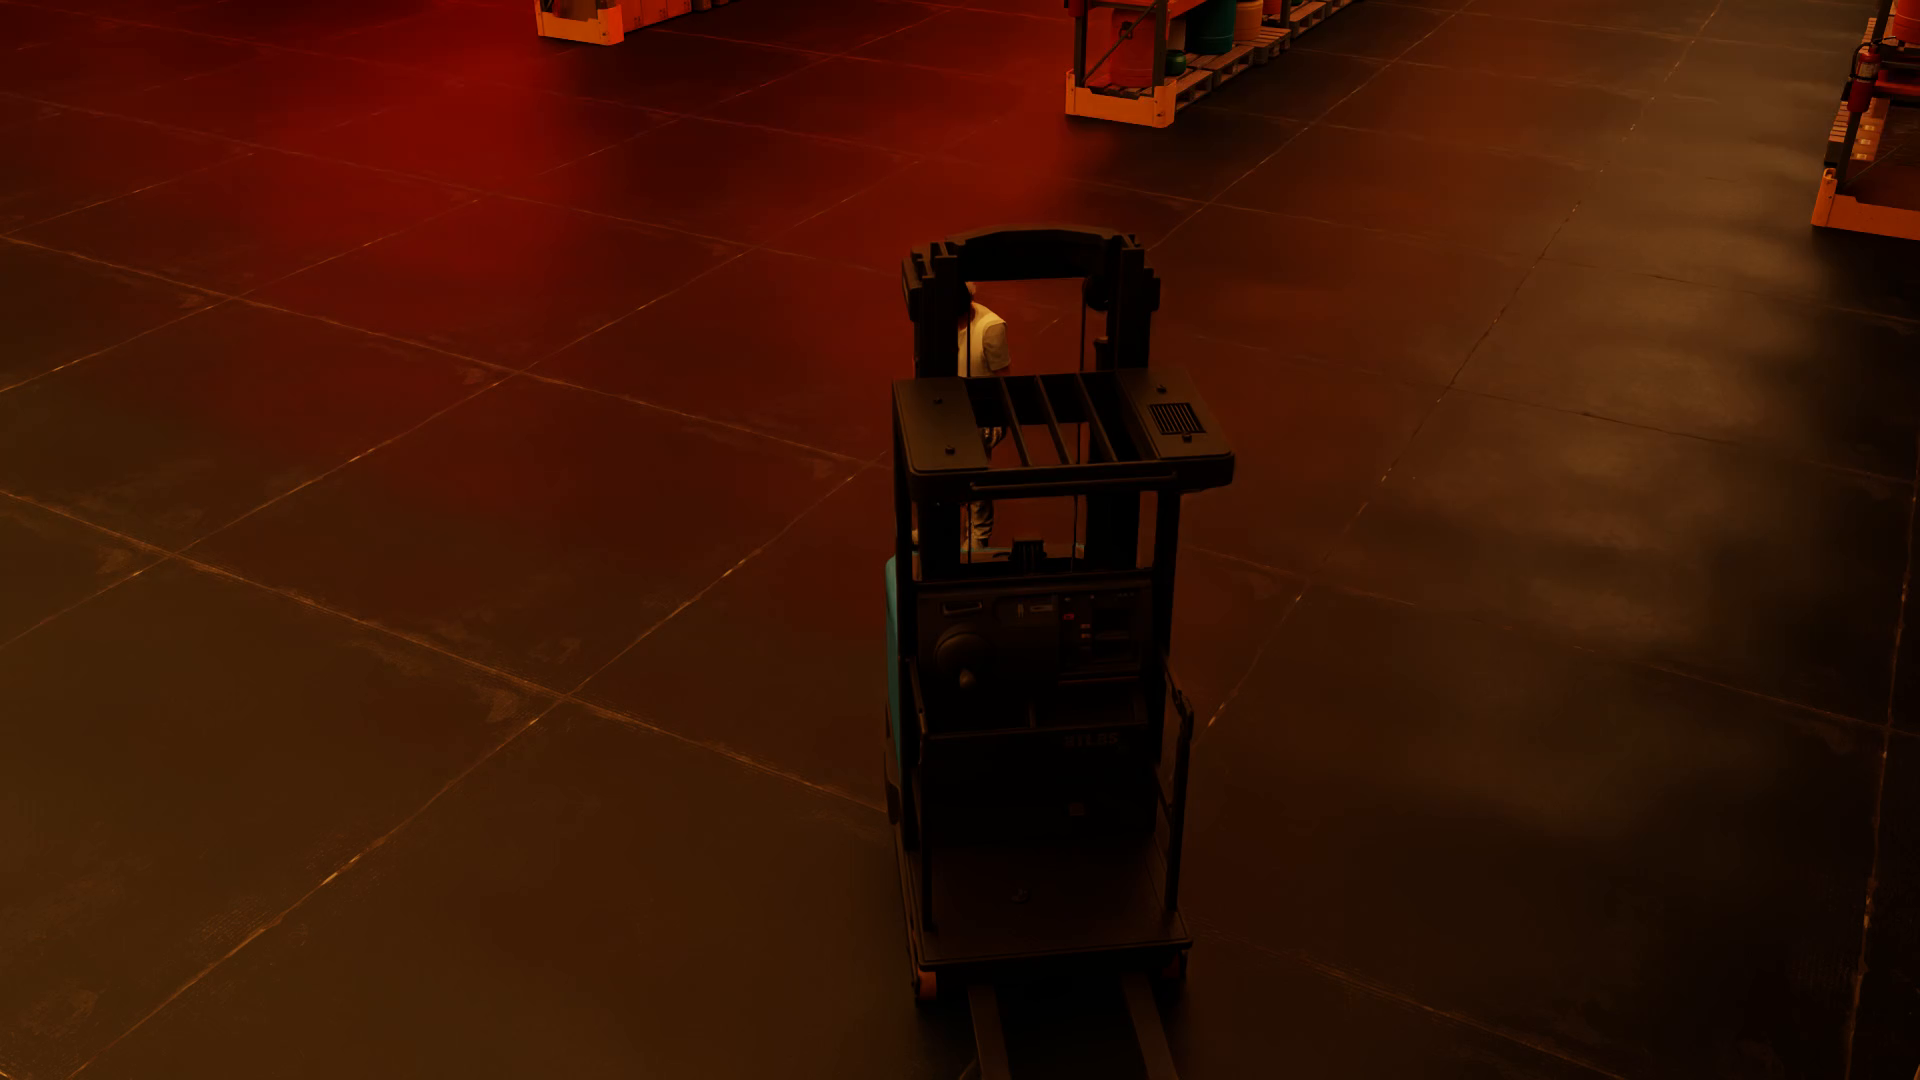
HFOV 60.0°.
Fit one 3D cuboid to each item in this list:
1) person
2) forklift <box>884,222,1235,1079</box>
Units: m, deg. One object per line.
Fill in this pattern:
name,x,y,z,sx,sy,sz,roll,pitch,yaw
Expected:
person,-0.013,-0.748,9.528,0.617,1.773,0.448,14,33,23
forklift,0.326,0.419,6.345,1.130,2.935,3.031,-3,30,-6
